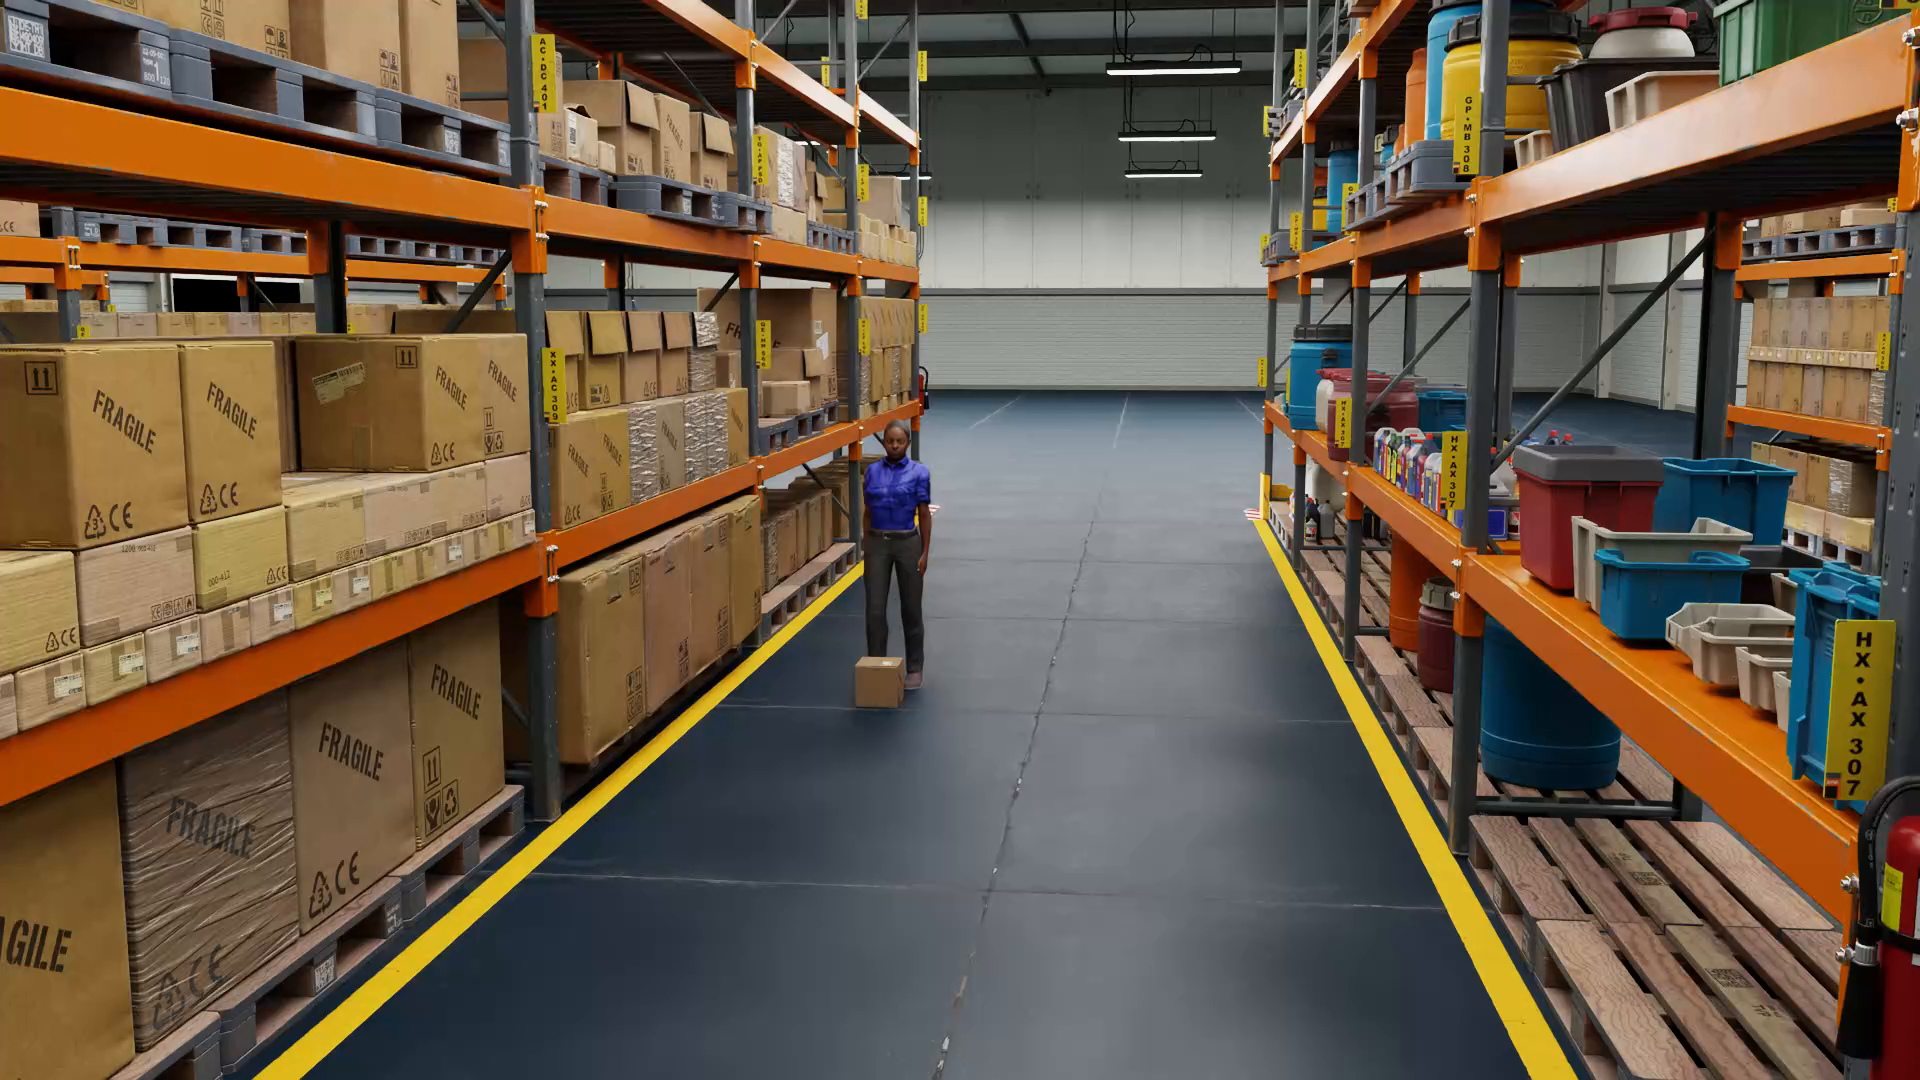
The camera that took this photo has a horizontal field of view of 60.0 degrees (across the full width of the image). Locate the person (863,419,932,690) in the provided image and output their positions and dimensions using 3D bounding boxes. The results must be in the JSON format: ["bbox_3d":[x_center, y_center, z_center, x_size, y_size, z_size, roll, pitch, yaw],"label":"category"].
[{"bbox_3d":[-0.390,0.086,10.218,0.437,1.661,0.312,1,8,10],"label":"person"}]
